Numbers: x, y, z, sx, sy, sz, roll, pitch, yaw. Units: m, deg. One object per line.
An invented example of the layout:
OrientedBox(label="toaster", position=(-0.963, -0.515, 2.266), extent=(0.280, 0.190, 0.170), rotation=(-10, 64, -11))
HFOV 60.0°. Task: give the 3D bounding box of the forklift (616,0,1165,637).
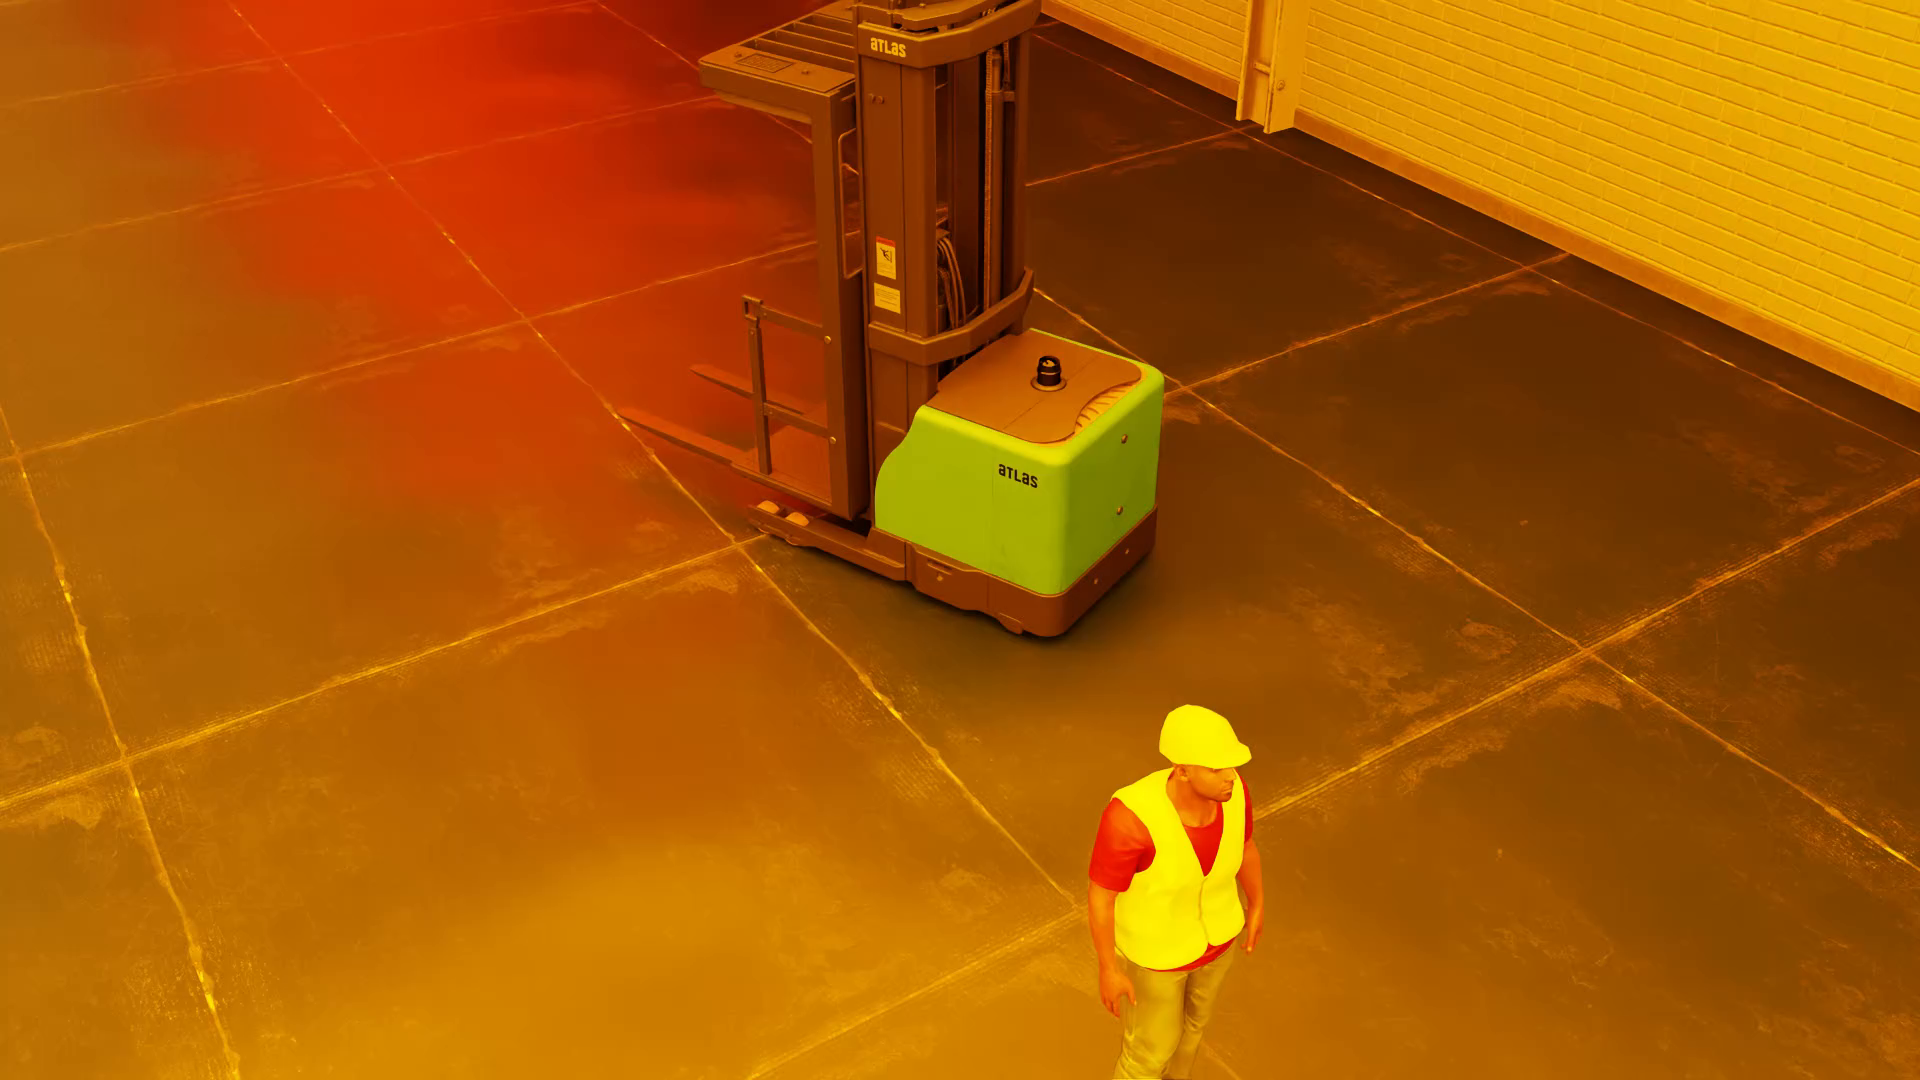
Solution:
OrientedBox(label="forklift", position=(-0.500, -1.399, 8.138), extent=(3.031, 2.935, 1.130), rotation=(22, 41, 28))

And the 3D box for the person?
OrientedBox(label="person", position=(0.742, 1.307, 5.289), extent=(0.666, 1.765, 0.577), rotation=(-20, 40, -26))
